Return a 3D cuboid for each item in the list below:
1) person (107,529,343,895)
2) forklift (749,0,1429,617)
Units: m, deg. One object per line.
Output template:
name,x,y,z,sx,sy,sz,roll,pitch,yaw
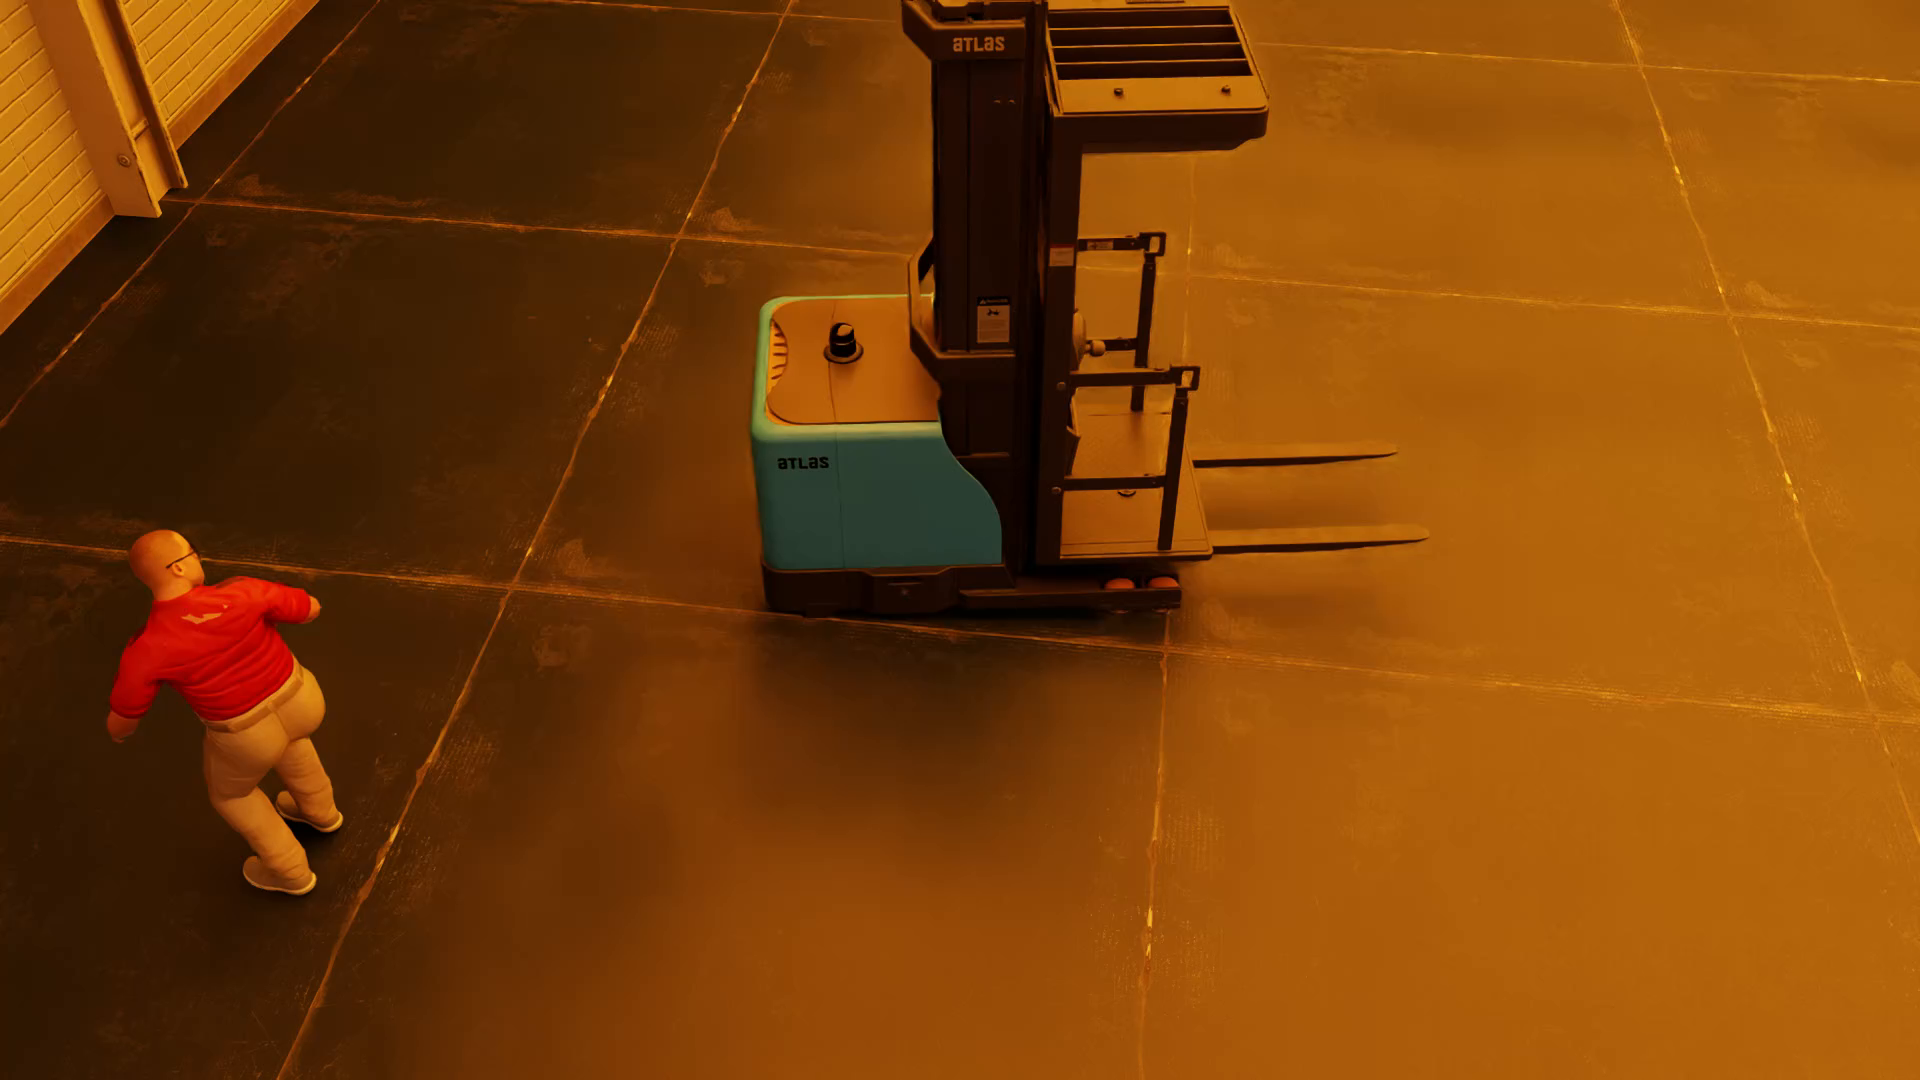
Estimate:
person,-2.634,0.613,6.010,0.544,1.679,0.771,30,50,29
forklift,0.612,-1.106,6.928,3.031,2.935,1.130,-2,43,-2
